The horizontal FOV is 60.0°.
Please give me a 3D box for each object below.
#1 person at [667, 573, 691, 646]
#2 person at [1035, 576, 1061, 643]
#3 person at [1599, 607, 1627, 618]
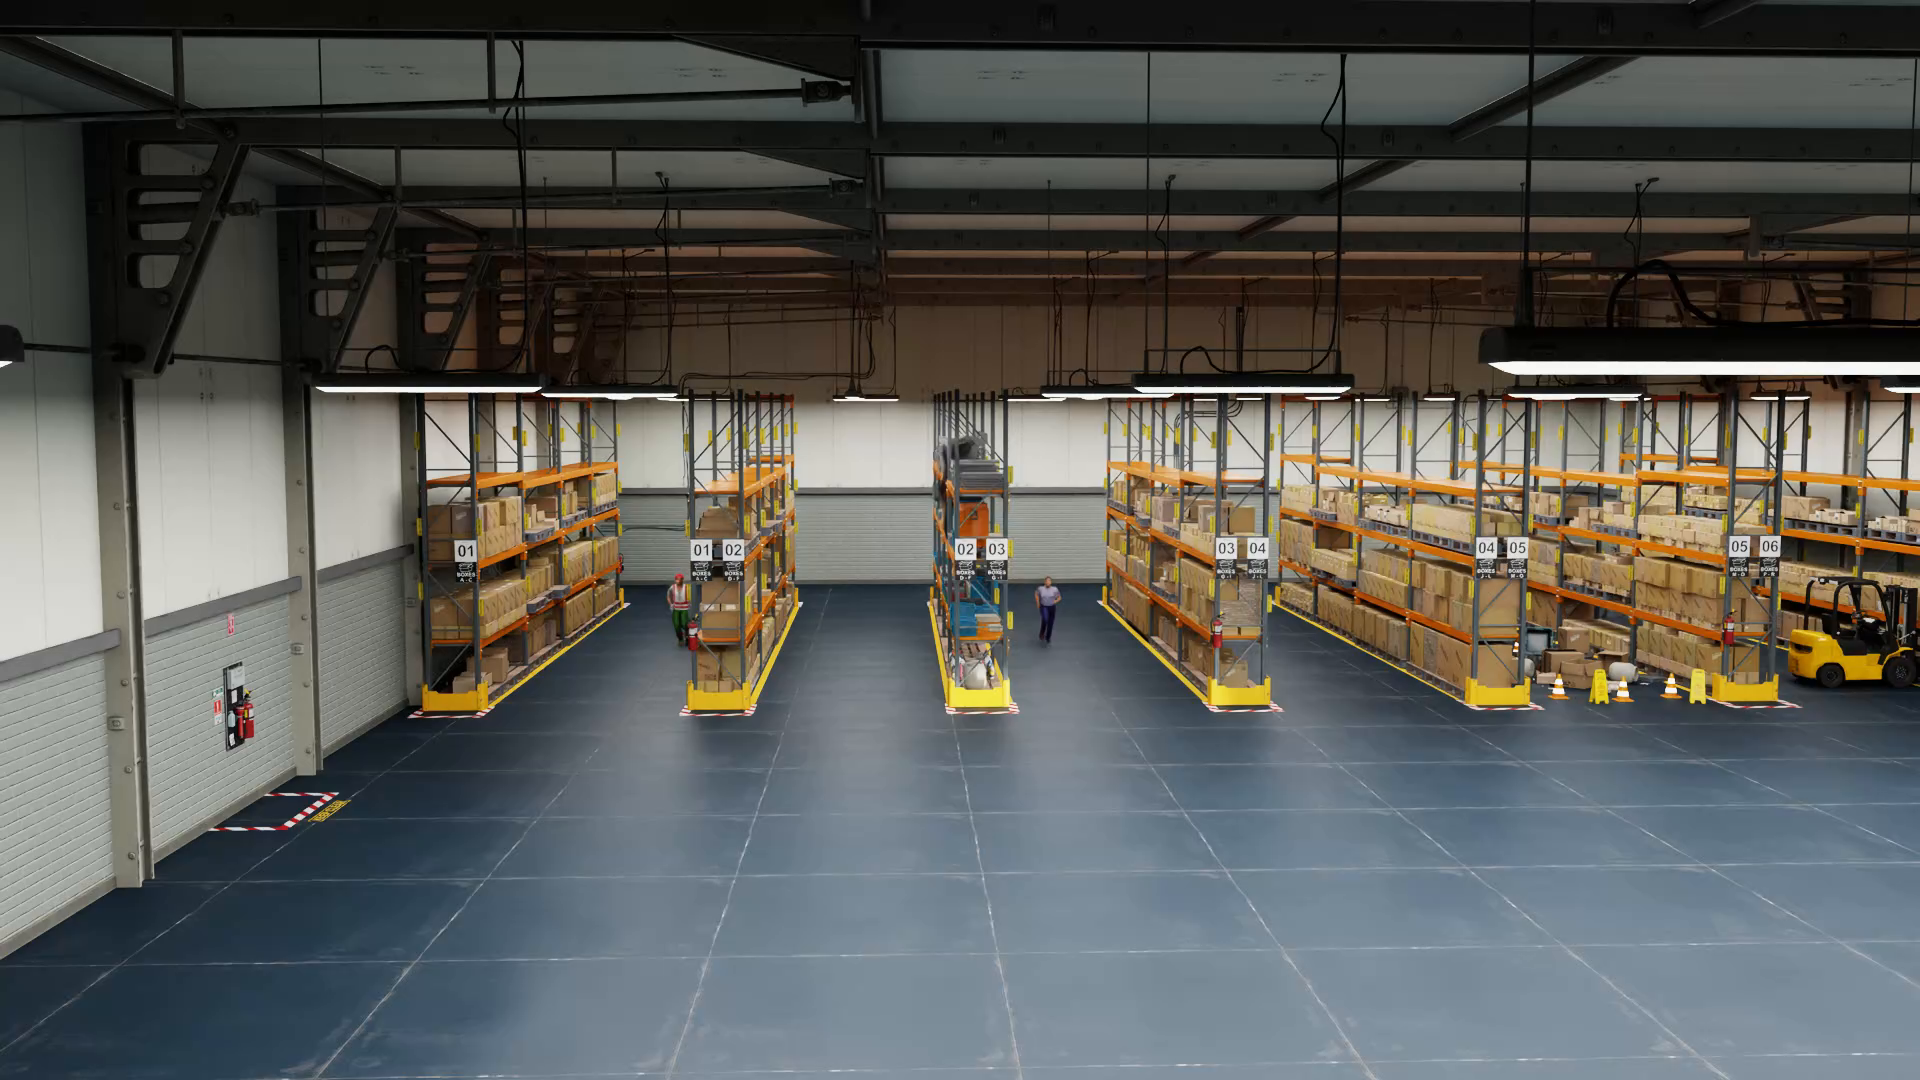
[{"bbox_3d":[-6.624,1.646,39.452,0.659,1.728,0.643,0,5,-2],"label":"person"},{"bbox_3d":[2.099,1.674,39.459,0.594,1.604,0.741,-1,5,-6],"label":"person"},{"bbox_3d":[17.408,1.282,44.306,0.582,1.678,0.965,-2,5,-21],"label":"person"}]
